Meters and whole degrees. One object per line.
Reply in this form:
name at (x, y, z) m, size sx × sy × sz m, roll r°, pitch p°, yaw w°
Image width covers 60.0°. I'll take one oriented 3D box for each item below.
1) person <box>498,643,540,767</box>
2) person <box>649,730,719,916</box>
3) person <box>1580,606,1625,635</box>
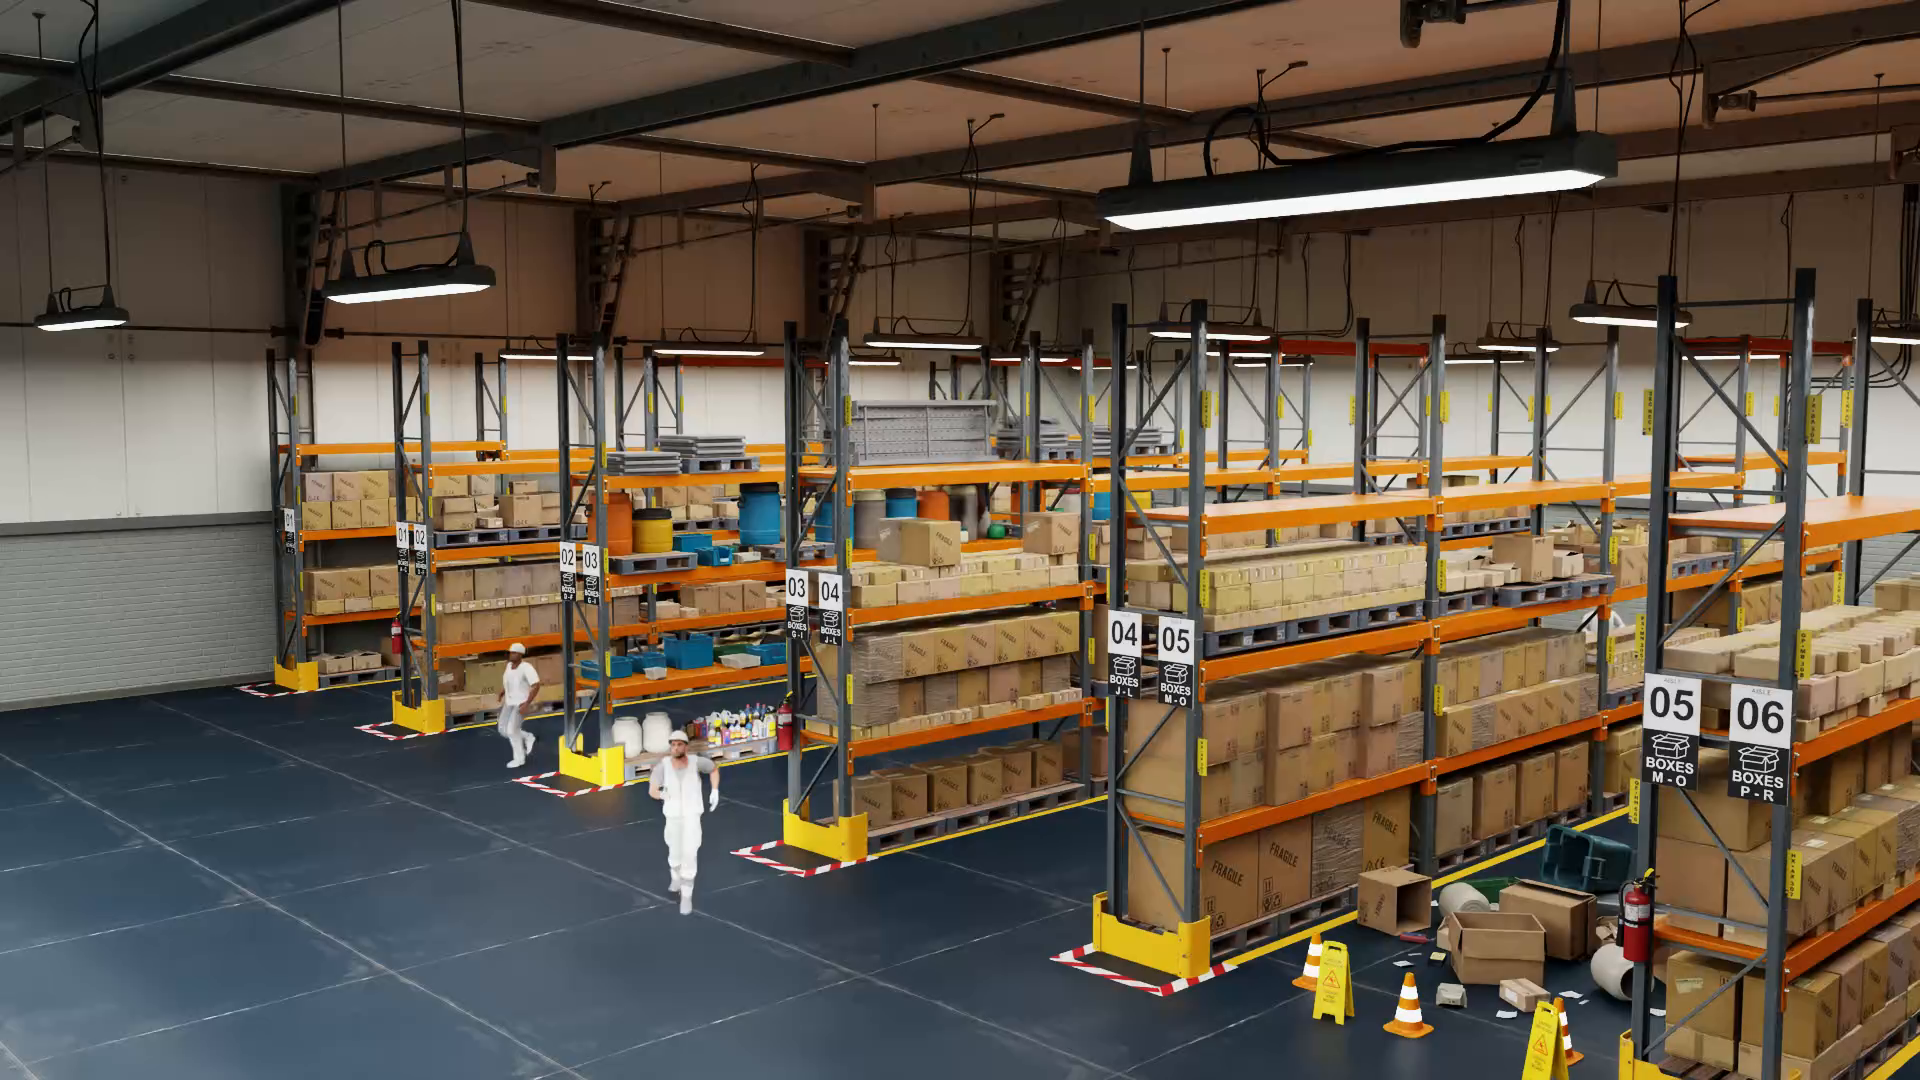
person at (-6.193, 2.296, 23.318) m, size 0.734 × 1.731 × 0.551 m, roll 5°, pitch 7°, yaw 43°
person at (-2.796, 2.818, 16.866) m, size 0.674 × 1.833 × 0.924 m, roll 0°, pitch 5°, yaw -1°
person at (11.034, 1.839, 28.581) m, size 0.750 × 1.718 × 0.767 m, roll 1°, pitch 5°, yaw 13°
